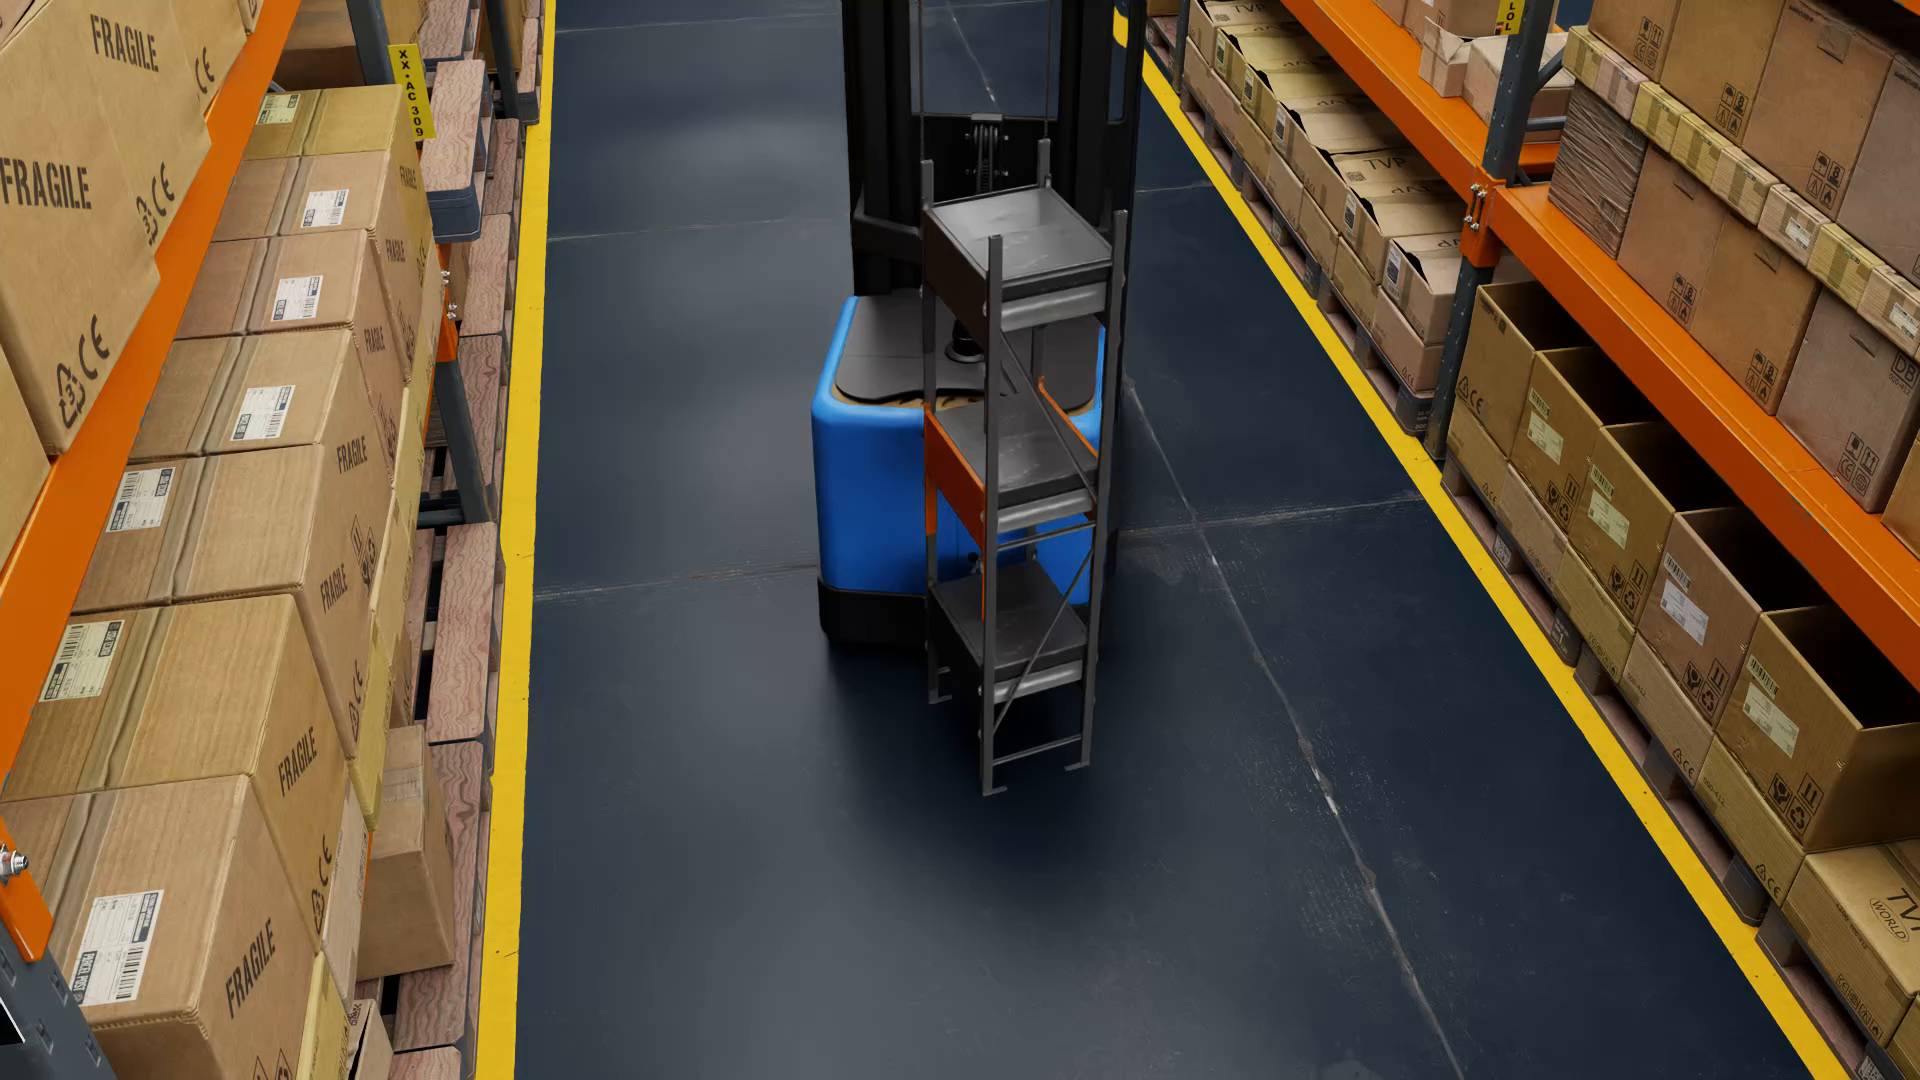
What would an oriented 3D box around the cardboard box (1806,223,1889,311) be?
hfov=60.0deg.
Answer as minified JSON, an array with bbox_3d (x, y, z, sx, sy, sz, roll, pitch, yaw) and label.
[{"bbox_3d":[2.659,-0.788,4.709,0.380,0.149,0.250,-7,38,-8],"label":"cardboard box"}]

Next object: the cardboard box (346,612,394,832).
[{"bbox_3d":[-1.609,0.442,3.842,0.500,0.250,0.500,-7,38,-9],"label":"cardboard box"}]

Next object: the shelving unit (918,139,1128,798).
[{"bbox_3d":[0.167,-0.147,5.227,0.431,2.100,0.503,-14,40,-18],"label":"shelving unit"}]

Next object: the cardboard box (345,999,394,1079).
[{"bbox_3d":[-1.780,1.456,4.264,0.500,0.311,0.500,-3,38,-4],"label":"cardboard box"}]

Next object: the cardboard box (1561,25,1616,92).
[{"bbox_3d":[2.384,-1.723,5.913,0.380,0.149,0.250,-6,38,-8],"label":"cardboard box"}]

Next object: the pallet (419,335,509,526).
[{"bbox_3d":[-2.487,-0.445,7.150,1.003,0.211,1.213,-6,38,-8],"label":"pallet"}]

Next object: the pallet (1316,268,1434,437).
[{"bbox_3d":[2.360,-0.951,7.801,1.003,0.211,1.213,-6,38,-8],"label":"pallet"}]

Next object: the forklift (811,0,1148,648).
[{"bbox_3d":[0.147,-1.623,6.450,1.130,2.935,3.031,4,38,5],"label":"forklift"}]

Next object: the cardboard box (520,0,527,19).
[{"bbox_3d":[-3.197,-3.797,10.602,0.750,0.750,0.750,-6,38,-8],"label":"cardboard box"}]

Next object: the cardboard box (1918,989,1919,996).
[{"bbox_3d":[2.842,1.137,4.129,0.500,0.500,0.500,-6,38,-8],"label":"cardboard box"}]

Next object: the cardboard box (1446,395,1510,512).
[{"bbox_3d":[2.310,-0.378,6.691,0.500,0.250,0.500,-6,38,-8],"label":"cardboard box"}]

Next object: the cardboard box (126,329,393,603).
[{"bbox_3d":[-1.699,-0.148,3.990,0.500,0.500,0.500,-5,38,-7],"label":"cardboard box"}]

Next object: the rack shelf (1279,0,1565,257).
[{"bbox_3d":[2.177,-2.535,8.154,1.077,0.370,4.000,-6,38,-8],"label":"rack shelf"}]

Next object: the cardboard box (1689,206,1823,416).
[{"bbox_3d":[2.794,-0.762,5.204,0.700,0.500,0.500,-6,38,-7],"label":"cardboard box"}]

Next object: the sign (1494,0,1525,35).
[{"bbox_3d":[1.995,-1.973,5.965,0.100,0.325,0.005,-6,38,-8],"label":"sign"}]

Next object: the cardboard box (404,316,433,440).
[{"bbox_3d":[-1.888,-0.469,5.015,0.500,0.250,0.500,-6,38,-8],"label":"cardboard box"}]

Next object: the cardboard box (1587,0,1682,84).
[{"bbox_3d":[2.611,-1.895,5.606,0.700,0.500,0.500,-6,38,-8],"label":"cardboard box"}]

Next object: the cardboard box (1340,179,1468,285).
[{"bbox_3d":[2.077,-1.440,7.600,0.500,0.311,0.500,-5,38,-7],"label":"cardboard box"}]

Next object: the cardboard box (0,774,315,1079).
[{"bbox_3d":[-1.436,0.775,2.803,0.500,0.500,0.500,-6,38,-8],"label":"cardboard box"}]

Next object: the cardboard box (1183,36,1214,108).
[{"bbox_3d":[1.629,-2.759,9.755,0.500,0.250,0.500,-6,38,-8],"label":"cardboard box"}]

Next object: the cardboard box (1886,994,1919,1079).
[{"bbox_3d":[2.844,1.433,4.359,0.500,0.250,0.500,-6,38,-8],"label":"cardboard box"}]

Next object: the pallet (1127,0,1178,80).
[{"bbox_3d":[1.732,-3.381,10.930,1.003,0.211,1.213,-6,38,-8],"label":"pallet"}]

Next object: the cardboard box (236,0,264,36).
[{"bbox_3d":[-1.807,-1.392,3.554,0.500,0.500,0.500,-8,38,-10],"label":"cardboard box"}]

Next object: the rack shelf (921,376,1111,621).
[{"bbox_3d":[0.167,-0.136,5.235,0.431,0.518,0.480,-14,40,-18],"label":"rack shelf"}]

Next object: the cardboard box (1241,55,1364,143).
[{"bbox_3d":[1.816,-2.356,8.779,0.500,0.311,0.500,-7,38,-9],"label":"cardboard box"}]

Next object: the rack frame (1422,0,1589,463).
[{"bbox_3d":[2.527,-1.611,6.379,1.000,3.000,0.127,-6,38,-8],"label":"rack frame"}]

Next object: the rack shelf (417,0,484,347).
[{"bbox_3d":[-2.700,-2.000,7.465,1.077,0.370,4.000,-6,38,-8],"label":"rack shelf"}]

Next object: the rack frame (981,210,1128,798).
[{"bbox_3d":[0.261,-0.009,5.049,0.400,2.100,0.015,-14,40,-18],"label":"rack frame"}]

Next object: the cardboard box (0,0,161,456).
[{"bbox_3d":[-1.519,-0.449,2.340,0.500,0.500,0.500,-4,38,-5],"label":"cardboard box"}]

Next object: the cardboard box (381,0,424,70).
[{"bbox_3d":[-2.496,-1.938,6.360,0.700,0.500,0.500,-3,38,-3],"label":"cardboard box"}]

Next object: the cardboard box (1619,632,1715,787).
[{"bbox_3d":[2.569,0.528,5.524,0.500,0.250,0.500,-6,38,-8],"label":"cardboard box"}]

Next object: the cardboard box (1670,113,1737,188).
[{"bbox_3d":[2.522,-1.258,5.314,0.380,0.149,0.250,-7,38,-8],"label":"cardboard box"}]

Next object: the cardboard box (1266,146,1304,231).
[{"bbox_3d":[1.904,-1.832,8.563,0.500,0.250,0.500,-5,38,-7],"label":"cardboard box"}]

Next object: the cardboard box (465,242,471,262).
[{"bbox_3d":[-2.782,-1.628,8.080,0.700,0.500,0.500,-6,38,-8],"label":"cardboard box"}]

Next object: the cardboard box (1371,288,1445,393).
[{"bbox_3d":[2.169,-0.910,7.376,0.500,0.250,0.500,-7,38,-8],"label":"cardboard box"}]

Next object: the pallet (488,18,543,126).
[{"bbox_3d":[-3.114,-2.875,10.279,1.003,0.211,1.213,-6,38,-8],"label":"pallet"}]

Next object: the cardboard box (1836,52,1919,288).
[{"bbox_3d":[2.875,-0.986,4.435,0.700,0.500,0.500,-6,38,-8],"label":"cardboard box"}]

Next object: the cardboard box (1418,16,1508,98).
[{"bbox_3d":[2.192,-2.069,7.078,0.396,0.266,0.258,-7,38,-9],"label":"cardboard box"}]

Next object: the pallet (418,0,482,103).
[{"bbox_3d":[-2.663,-2.225,7.325,1.003,0.211,1.213,-6,38,-8],"label":"pallet"}]

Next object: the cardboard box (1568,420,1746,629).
[{"bbox_3d":[2.476,-0.069,5.682,0.500,0.500,0.500,-6,38,-8],"label":"cardboard box"}]

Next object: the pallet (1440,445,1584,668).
[{"bbox_3d":[2.625,-0.025,6.610,1.003,0.211,1.213,-6,38,-8],"label":"pallet"}]

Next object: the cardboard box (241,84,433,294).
[{"bbox_3d":[-1.962,-1.068,5.175,0.500,0.500,0.500,-6,38,-8],"label":"cardboard box"}]
